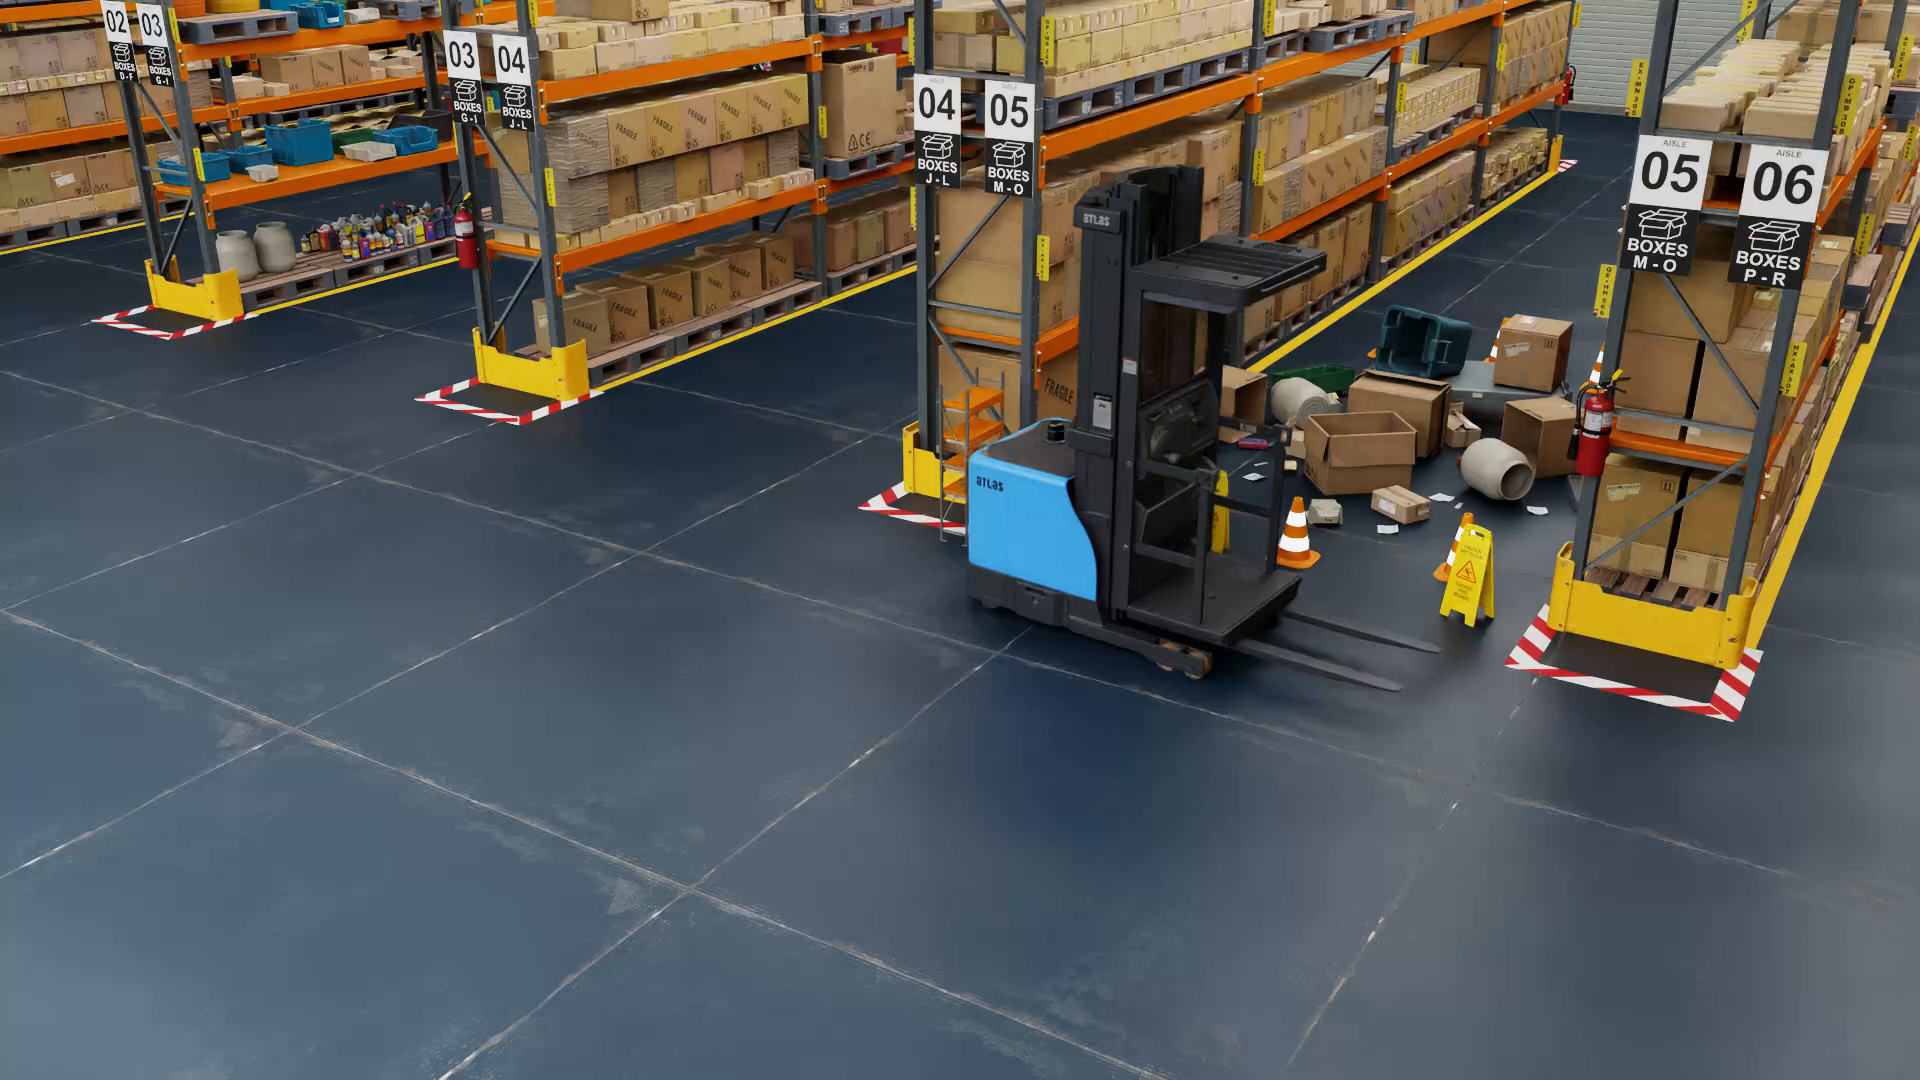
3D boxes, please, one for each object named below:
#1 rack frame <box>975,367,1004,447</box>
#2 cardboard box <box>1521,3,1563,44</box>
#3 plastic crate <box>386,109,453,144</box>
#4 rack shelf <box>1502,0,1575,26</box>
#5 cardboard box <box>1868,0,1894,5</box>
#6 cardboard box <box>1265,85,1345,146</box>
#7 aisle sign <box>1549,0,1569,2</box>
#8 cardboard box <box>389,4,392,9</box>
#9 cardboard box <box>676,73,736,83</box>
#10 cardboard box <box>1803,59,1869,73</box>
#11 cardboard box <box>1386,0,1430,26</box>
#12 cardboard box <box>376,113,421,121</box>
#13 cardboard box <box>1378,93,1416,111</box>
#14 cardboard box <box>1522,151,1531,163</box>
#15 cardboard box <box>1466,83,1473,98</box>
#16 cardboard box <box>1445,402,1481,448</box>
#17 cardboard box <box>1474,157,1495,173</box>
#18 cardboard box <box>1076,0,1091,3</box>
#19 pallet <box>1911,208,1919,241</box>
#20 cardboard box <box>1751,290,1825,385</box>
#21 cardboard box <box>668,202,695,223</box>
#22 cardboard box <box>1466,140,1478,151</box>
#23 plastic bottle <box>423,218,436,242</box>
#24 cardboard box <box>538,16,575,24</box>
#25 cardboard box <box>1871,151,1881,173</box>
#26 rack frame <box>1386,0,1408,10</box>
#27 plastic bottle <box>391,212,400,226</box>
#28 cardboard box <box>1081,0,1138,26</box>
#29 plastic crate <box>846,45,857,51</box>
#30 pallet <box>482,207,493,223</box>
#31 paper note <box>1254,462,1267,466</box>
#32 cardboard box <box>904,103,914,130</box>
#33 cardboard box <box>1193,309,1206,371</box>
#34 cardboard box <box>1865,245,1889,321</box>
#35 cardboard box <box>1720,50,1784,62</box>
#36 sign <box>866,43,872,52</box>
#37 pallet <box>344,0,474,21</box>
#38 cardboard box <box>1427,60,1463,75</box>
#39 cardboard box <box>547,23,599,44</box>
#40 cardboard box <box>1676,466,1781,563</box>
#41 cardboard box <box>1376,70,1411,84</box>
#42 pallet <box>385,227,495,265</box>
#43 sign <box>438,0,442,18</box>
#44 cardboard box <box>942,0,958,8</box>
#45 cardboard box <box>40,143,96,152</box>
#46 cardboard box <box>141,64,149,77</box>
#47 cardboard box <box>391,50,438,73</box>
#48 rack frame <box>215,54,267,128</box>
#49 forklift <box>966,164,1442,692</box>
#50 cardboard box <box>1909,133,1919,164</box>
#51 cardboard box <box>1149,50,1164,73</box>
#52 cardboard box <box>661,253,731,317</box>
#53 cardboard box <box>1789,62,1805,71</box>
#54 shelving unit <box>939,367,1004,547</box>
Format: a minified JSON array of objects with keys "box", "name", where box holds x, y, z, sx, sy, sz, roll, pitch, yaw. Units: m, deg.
[{"box":[0.216,-0.689,12.331,0.240,1.200,0.015,14,27,29],"name":"rack frame"},{"box":[8.271,-7.380,23.762,0.500,0.500,0.500,13,27,27],"name":"cardboard box"},{"box":[-6.514,-4.999,20.100,0.767,0.338,0.504,14,27,29],"name":"plastic crate"},{"box":[7.514,-7.487,22.900,1.077,0.370,4.000,14,27,29],"name":"rack shelf"},{"box":[8.678,-5.188,16.025,0.797,0.503,0.637,12,26,26],"name":"cardboard box"},{"box":[3.569,-4.427,17.315,0.700,0.500,0.500,13,27,28],"name":"cardboard box"},{"box":[8.862,-8.271,24.307,0.394,0.787,0.004,14,27,29],"name":"aisle sign"},{"box":[-10.616,-9.762,30.499,0.500,0.500,0.500,14,27,29],"name":"cardboard box"},{"box":[-2.638,-4.513,17.140,0.500,0.500,0.500,14,27,29],"name":"cardboard box"},{"box":[5.979,-3.182,11.362,0.380,0.149,0.250,13,27,28],"name":"cardboard box"},{"box":[4.876,-5.975,18.376,0.500,0.500,0.500,14,27,29],"name":"cardboard box"},{"box":[-8.562,-6.350,25.369,0.500,0.311,0.500,13,27,28],"name":"cardboard box"},{"box":[5.030,-5.055,19.190,0.380,0.149,0.250,14,27,29],"name":"cardboard box"},{"box":[7.998,-5.546,23.970,0.380,0.149,0.250,14,27,30],"name":"cardboard box"},{"box":[6.278,-5.715,21.089,0.380,0.149,0.250,14,27,29],"name":"cardboard box"},{"box":[4.244,-0.983,14.186,0.258,0.266,0.396,-3,24,-7],"name":"cardboard box"},{"box":[7.012,-5.077,22.513,0.380,0.149,0.250,15,28,31],"name":"cardboard box"},{"box":[0.823,-4.281,13.246,0.380,0.149,0.250,14,27,29],"name":"cardboard box"},{"box":[11.828,-4.137,21.540,1.003,0.211,1.213,14,27,29],"name":"pallet"},{"box":[5.411,-1.345,11.080,0.500,0.500,0.500,13,27,28],"name":"cardboard box"},{"box":[-2.805,-3.206,16.197,0.380,0.149,0.250,14,27,29],"name":"cardboard box"},{"box":[7.275,-5.615,23.755,0.380,0.149,0.250,14,27,29],"name":"cardboard box"},{"box":[-6.376,-3.726,19.948,0.061,0.283,0.133,16,28,32],"name":"plastic bottle"},{"box":[-3.750,-4.707,15.260,0.380,0.149,0.250,14,27,29],"name":"cardboard box"},{"box":[7.531,-3.208,14.040,0.380,0.149,0.250,16,28,32],"name":"cardboard box"},{"box":[4.349,-7.169,17.483,1.000,3.000,0.127,14,27,29],"name":"rack frame"},{"box":[-6.882,-3.868,20.289,0.097,0.271,0.097,0,23,0],"name":"plastic bottle"},{"box":[1.112,-3.971,12.529,0.380,0.149,0.250,13,27,28],"name":"cardboard box"},{"box":[-1.953,-8.127,27.191,0.392,0.384,0.575,14,27,29],"name":"plastic crate"},{"box":[-5.748,-4.171,21.619,1.003,0.211,1.213,14,27,29],"name":"pallet"},{"box":[2.476,-0.626,13.683,0.123,0.001,0.032,-12,26,-26],"name":"paper note"},{"box":[-0.462,-5.001,19.667,0.396,0.266,0.258,13,27,27],"name":"cardboard box"},{"box":[1.847,-2.086,15.439,0.875,0.875,0.875,14,27,30],"name":"cardboard box"},{"box":[9.042,-2.846,17.195,0.875,0.875,0.875,14,27,28],"name":"cardboard box"},{"box":[5.633,-3.388,11.837,0.380,0.149,0.250,14,27,29],"name":"cardboard box"},{"box":[-1.443,-7.889,26.348,0.100,0.325,0.005,14,27,29],"name":"sign"},{"box":[-6.427,-6.203,19.266,1.213,0.211,1.003,14,27,29],"name":"pallet"},{"box":[6.474,-6.171,22.229,0.500,0.500,0.500,14,27,29],"name":"cardboard box"},{"box":[-3.443,-4.503,14.787,0.380,0.149,0.250,13,27,28],"name":"cardboard box"},{"box":[5.060,-0.210,10.948,0.500,0.500,0.500,13,27,27],"name":"cardboard box"},{"box":[5.447,-5.815,20.945,0.380,0.149,0.250,13,27,28],"name":"cardboard box"},{"box":[-6.519,-3.680,20.484,1.003,0.211,1.213,14,27,29],"name":"pallet"},{"box":[-4.493,-4.695,14.430,0.100,0.325,0.005,14,27,29],"name":"sign"},{"box":[-0.372,-6.246,19.316,0.500,0.250,0.500,15,27,30],"name":"cardboard box"},{"box":[-11.636,-4.894,21.768,0.500,0.500,0.500,14,27,29],"name":"cardboard box"},{"box":[-10.703,-6.163,21.768,0.380,0.149,0.250,14,27,29],"name":"cardboard box"},{"box":[-8.455,-7.412,25.708,0.500,0.311,0.500,16,28,32],"name":"cardboard box"},{"box":[-12.436,-8.604,28.348,1.000,3.000,0.127,14,27,29],"name":"rack frame"},{"box":[1.529,-0.725,10.236,3.031,2.935,1.130,16,28,33],"name":"forklift"},{"box":[9.910,-4.201,17.738,0.500,0.250,0.500,14,27,30],"name":"cardboard box"},{"box":[1.381,-3.776,13.084,0.380,0.149,0.250,14,27,29],"name":"cardboard box"},{"box":[-2.723,-2.638,17.185,0.500,0.500,0.500,11,26,24],"name":"cardboard box"},{"box":[6.033,-3.416,12.403,0.500,0.250,0.500,13,27,28],"name":"cardboard box"},{"box":[0.087,-0.606,12.141,0.258,1.200,0.503,14,27,29],"name":"shelving unit"}]
